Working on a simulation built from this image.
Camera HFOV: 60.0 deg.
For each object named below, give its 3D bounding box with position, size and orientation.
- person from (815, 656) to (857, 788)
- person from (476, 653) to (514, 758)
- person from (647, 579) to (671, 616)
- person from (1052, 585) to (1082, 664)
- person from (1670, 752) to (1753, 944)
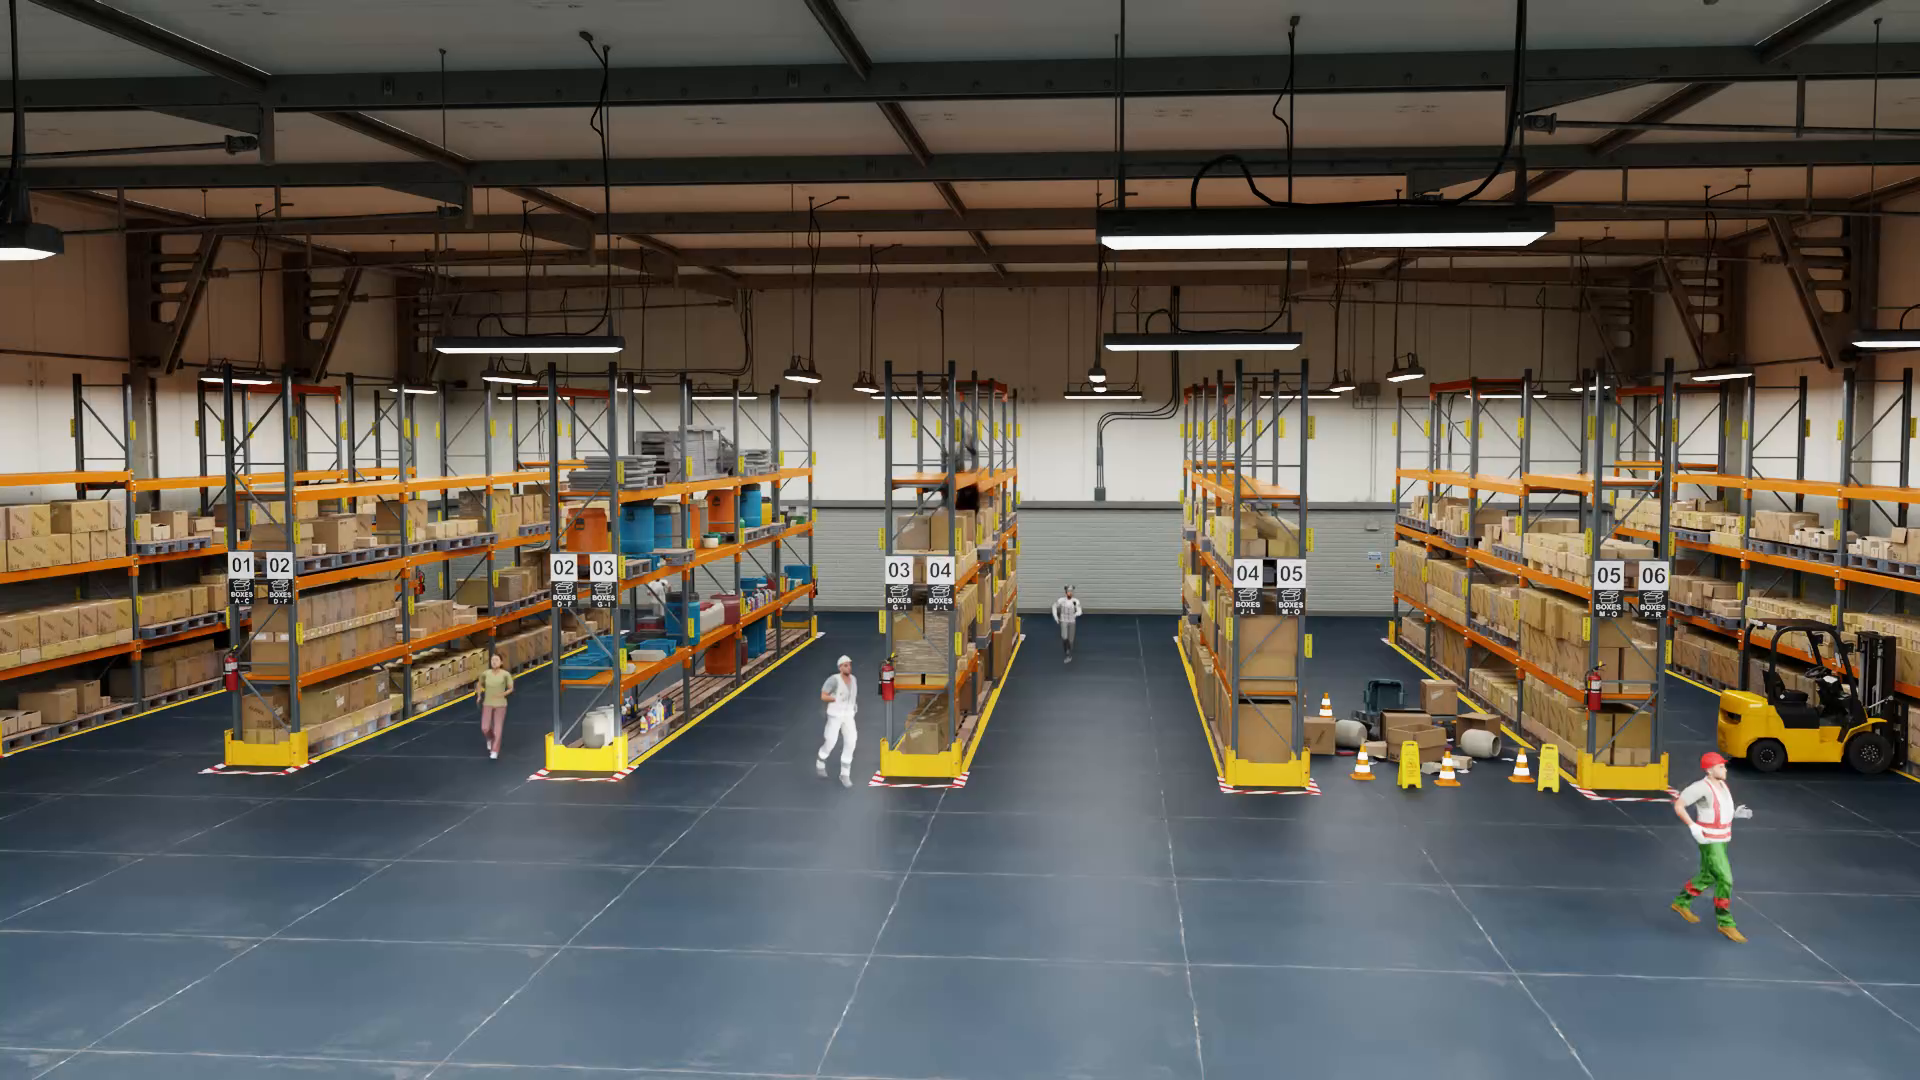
[{"bbox_3d":[-1.700,2.554,23.654,0.656,1.832,0.819,-2,4,-33],"label":"person"},{"bbox_3d":[-7.088,2.528,25.321,0.579,1.607,0.540,-1,4,-9],"label":"person"},{"bbox_3d":[-7.227,1.544,39.913,0.547,1.737,0.692,0,4,-5],"label":"person"},{"bbox_3d":[2.329,1.820,35.901,0.617,1.715,0.710,0,4,-5],"label":"person"},{"bbox_3d":[7.465,3.012,16.533,0.640,1.824,0.814,-3,5,-43],"label":"person"}]
